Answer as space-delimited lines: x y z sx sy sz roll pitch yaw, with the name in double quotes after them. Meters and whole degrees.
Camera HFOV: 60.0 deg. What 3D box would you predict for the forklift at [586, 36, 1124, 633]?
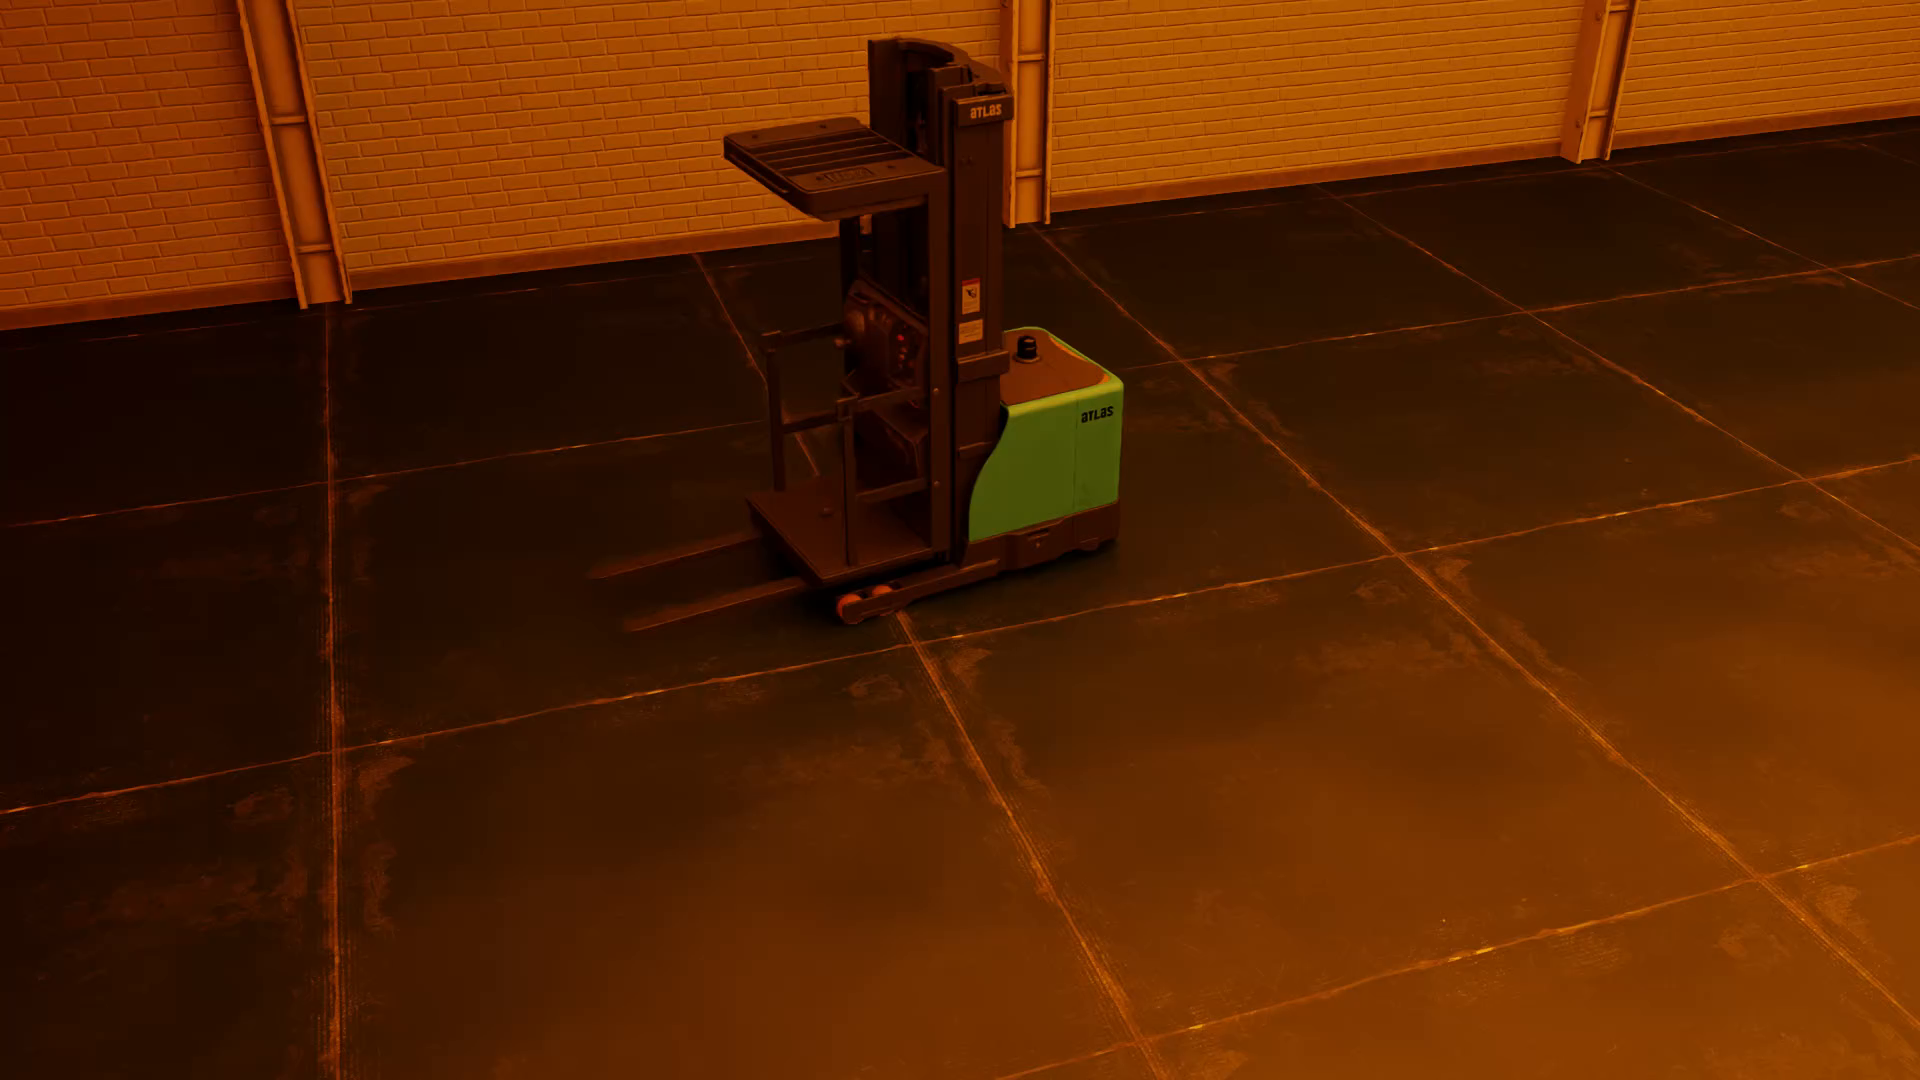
-0.593 -1.102 9.002 3.031 2.935 1.130 -15 33 -25 "forklift"
